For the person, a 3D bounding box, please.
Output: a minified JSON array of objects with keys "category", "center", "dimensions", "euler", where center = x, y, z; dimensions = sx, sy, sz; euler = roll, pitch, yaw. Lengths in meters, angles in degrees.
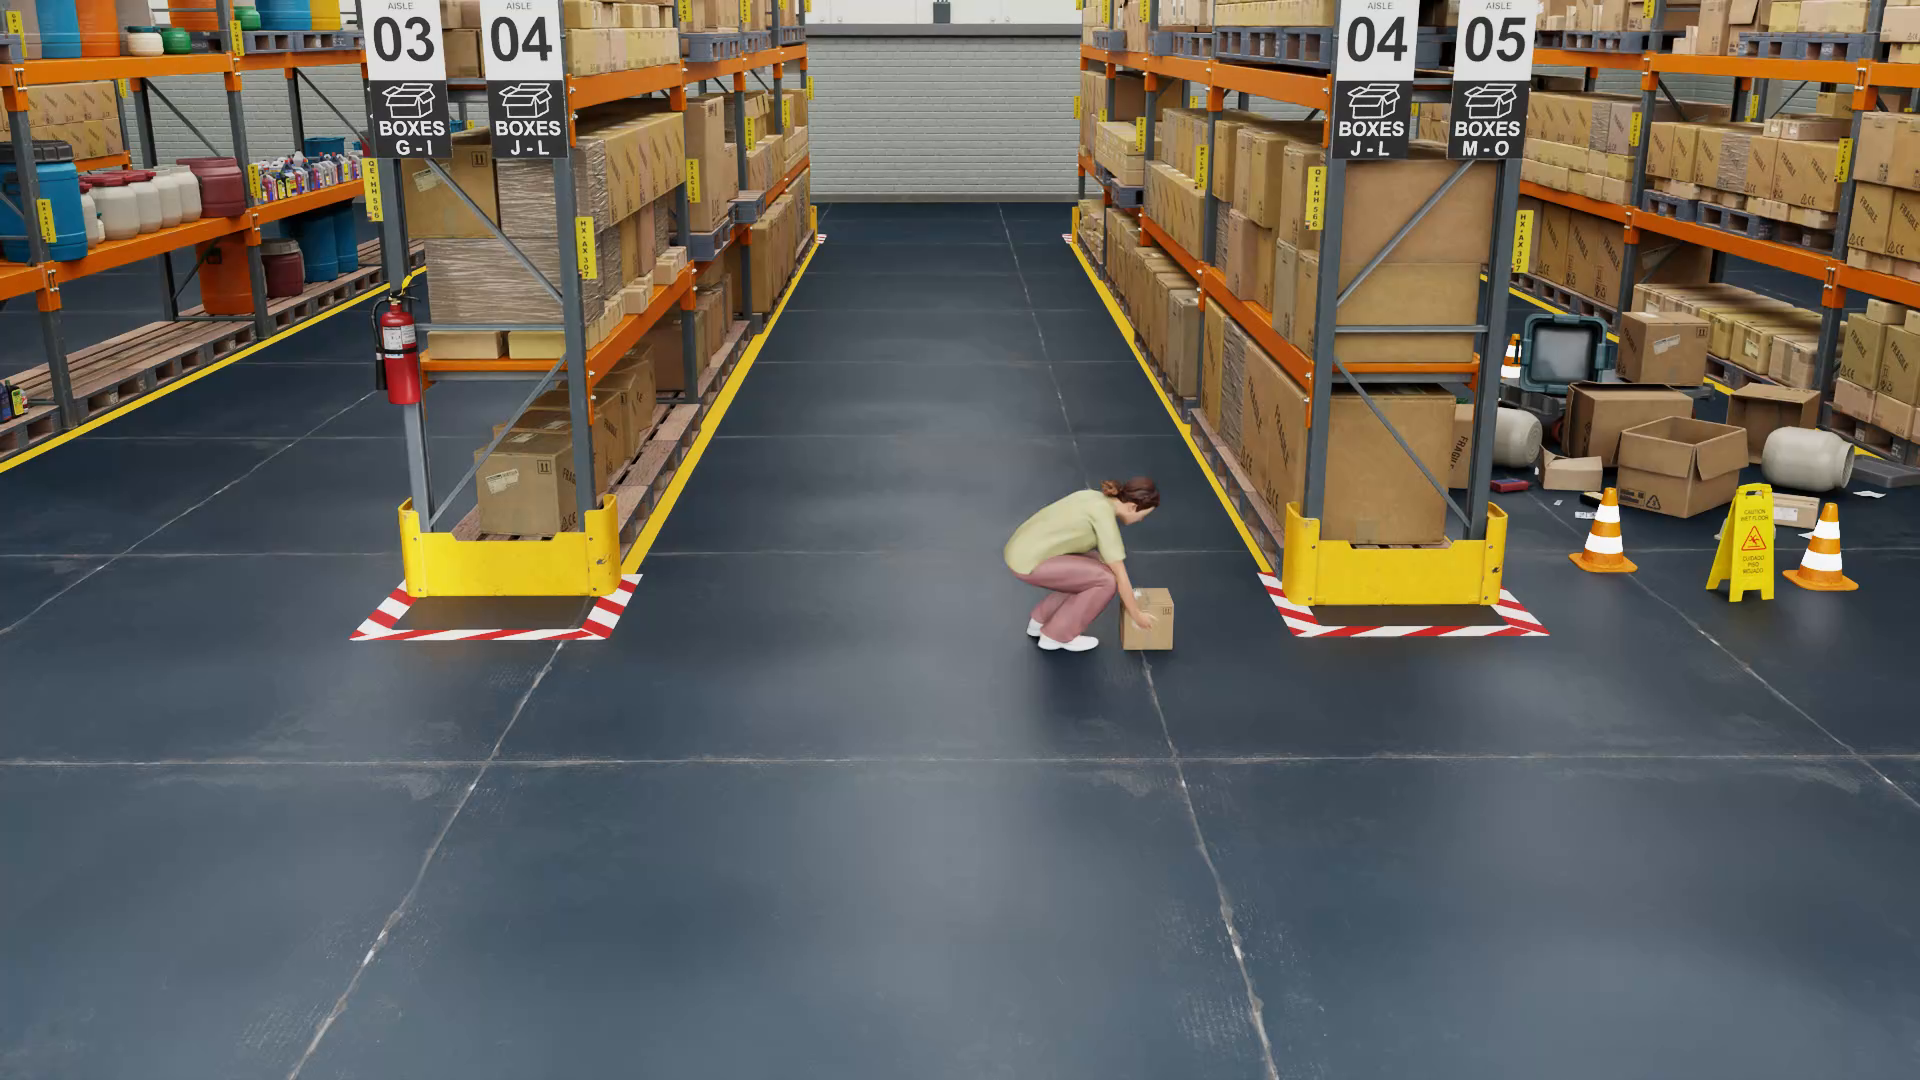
[{"category":"person","center":[0.623,0.106,8.569],"dimensions":[0.801,0.873,0.478],"euler":[0,17,-1]}]
